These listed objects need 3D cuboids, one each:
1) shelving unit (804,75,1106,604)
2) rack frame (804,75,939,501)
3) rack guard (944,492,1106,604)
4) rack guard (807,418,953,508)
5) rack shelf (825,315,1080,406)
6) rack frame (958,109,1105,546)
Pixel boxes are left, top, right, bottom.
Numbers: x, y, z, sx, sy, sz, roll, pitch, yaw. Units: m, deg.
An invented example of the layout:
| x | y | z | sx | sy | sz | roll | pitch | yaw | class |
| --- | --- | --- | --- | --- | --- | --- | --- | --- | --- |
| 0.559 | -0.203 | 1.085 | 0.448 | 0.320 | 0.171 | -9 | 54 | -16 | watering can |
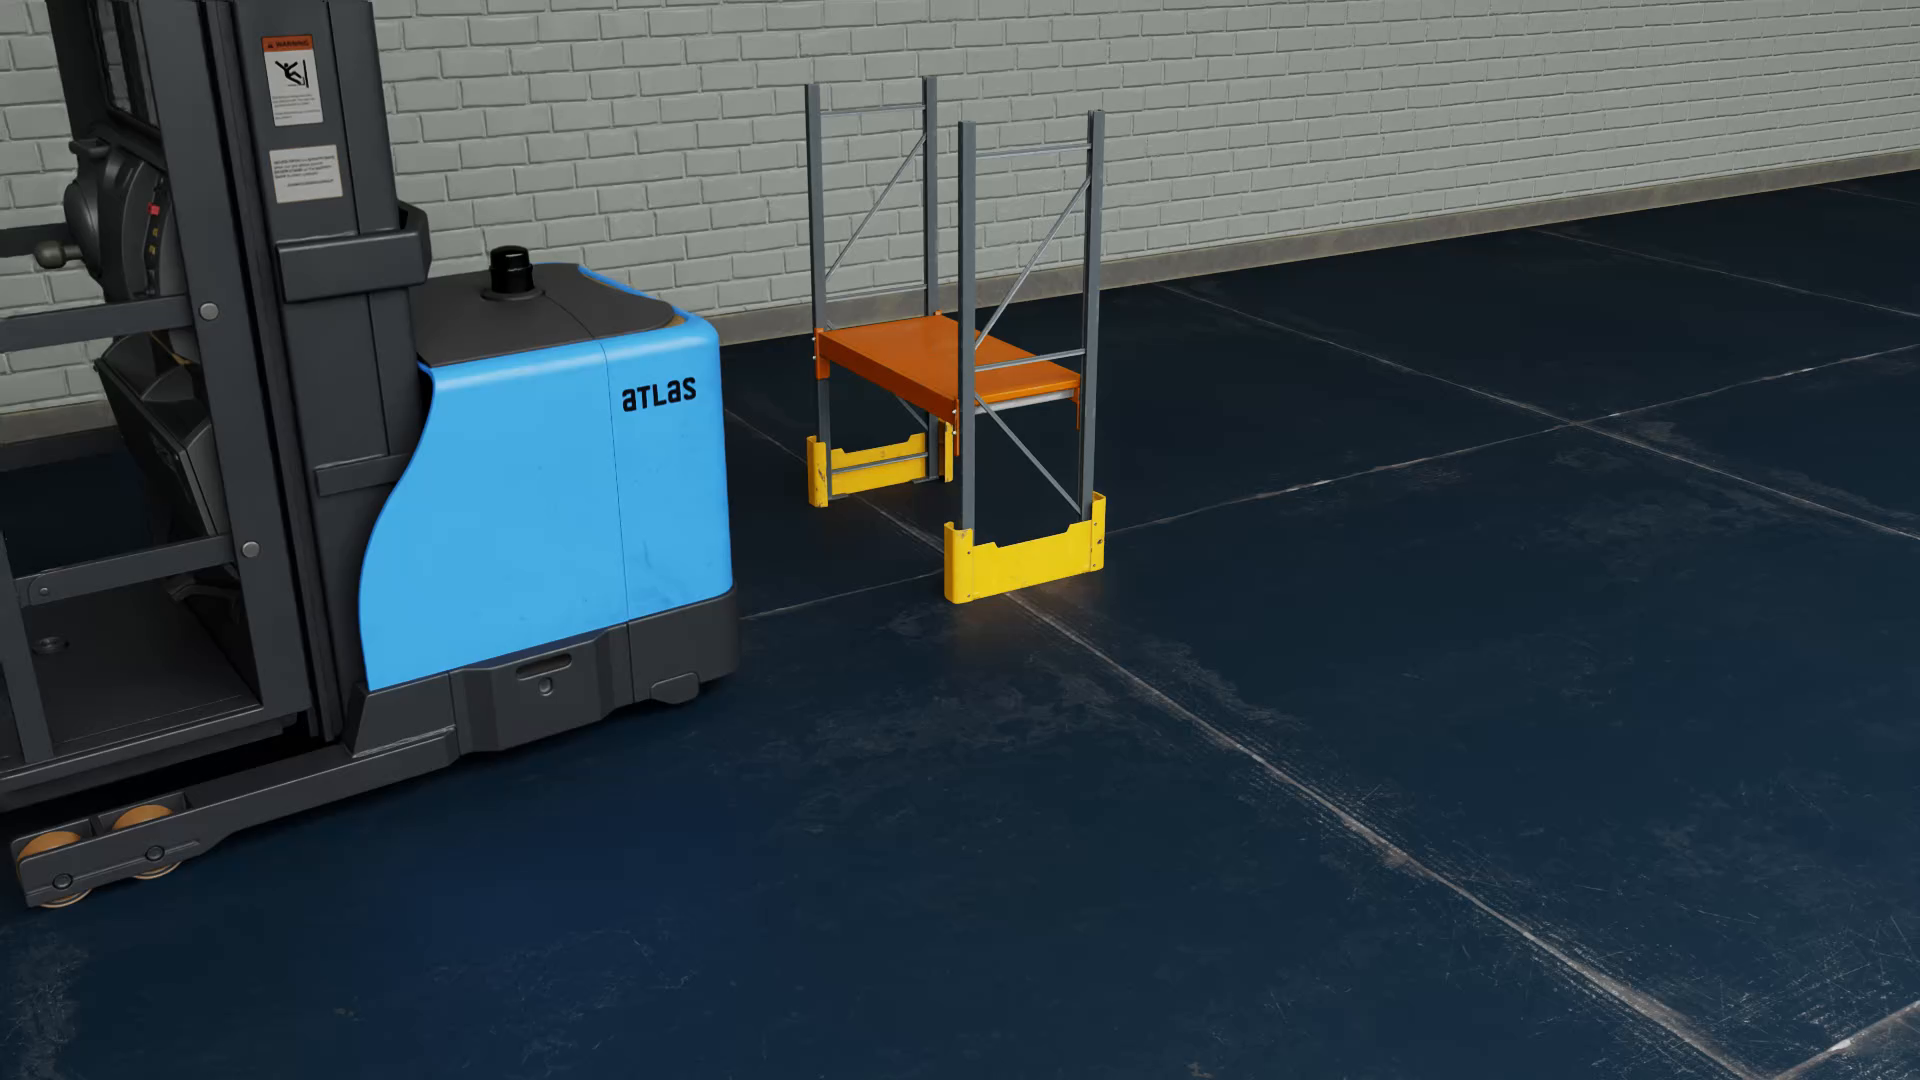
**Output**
| x | y | z | sx | sy | sz | roll | pitch | yaw | class |
| --- | --- | --- | --- | --- | --- | --- | --- | --- | --- |
| -0.039 | -0.719 | 5.590 | 0.587 | 1.500 | 1.083 | -13 | 25 | -28 | shelving unit |
| -0.303 | -0.887 | 6.002 | 0.500 | 1.500 | 0.032 | -13 | 25 | -28 | rack frame |
| 0.215 | 0.021 | 5.429 | 0.587 | 0.250 | 0.087 | -13 | 25 | -28 | rack guard |
| -0.293 | -0.302 | 6.222 | 0.587 | 0.250 | 0.087 | -13 | 25 | -28 | rack guard |
| -0.044 | -0.618 | 5.640 | 0.459 | 0.026 | 0.952 | -13 | 25 | -28 | rack shelf |
| 0.216 | -0.558 | 5.192 | 0.500 | 1.500 | 0.032 | -13 | 25 | -28 | rack frame |
